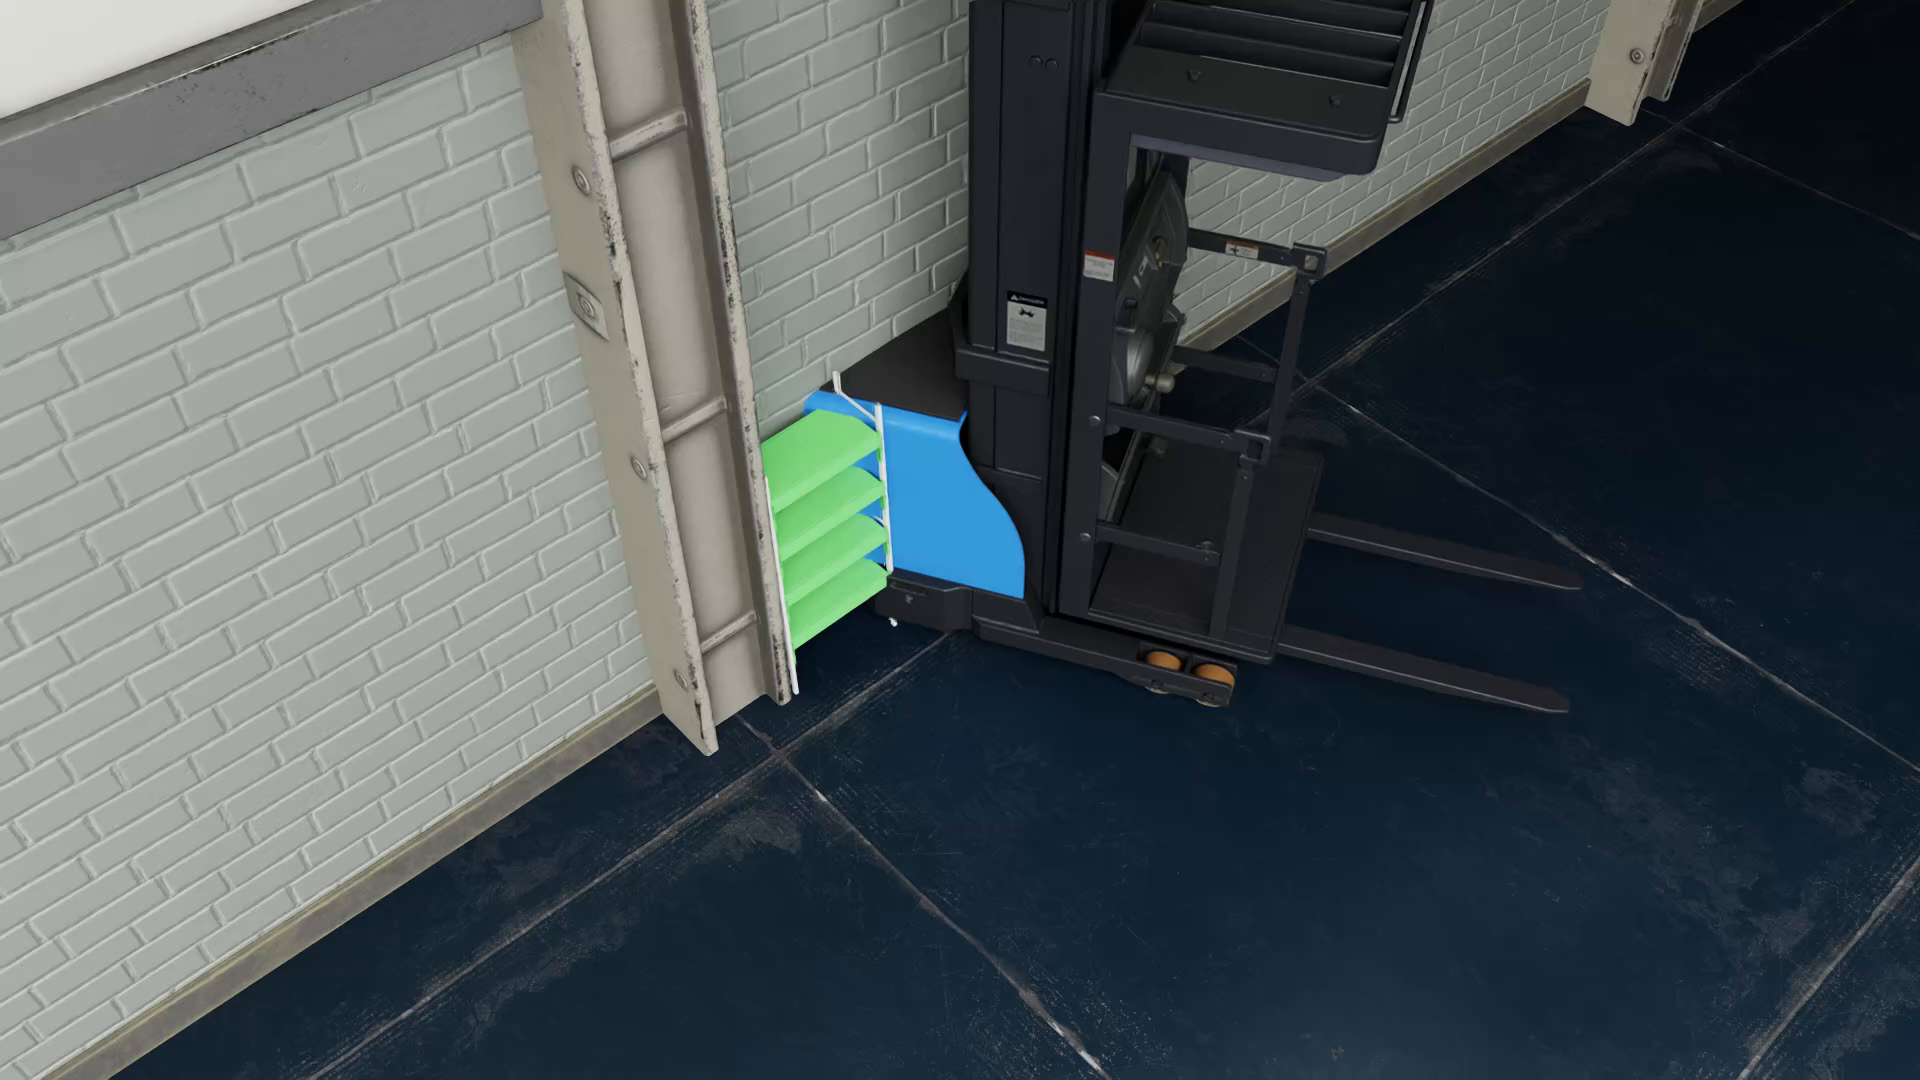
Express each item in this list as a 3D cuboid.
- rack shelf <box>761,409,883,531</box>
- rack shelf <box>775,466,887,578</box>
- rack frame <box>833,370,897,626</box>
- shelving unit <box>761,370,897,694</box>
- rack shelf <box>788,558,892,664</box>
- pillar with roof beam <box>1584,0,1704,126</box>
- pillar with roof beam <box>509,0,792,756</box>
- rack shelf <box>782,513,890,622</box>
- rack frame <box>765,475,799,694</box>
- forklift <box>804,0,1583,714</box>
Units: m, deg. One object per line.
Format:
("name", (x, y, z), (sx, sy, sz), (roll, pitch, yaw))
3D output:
("rack shelf", (-0.527, -0.266, 5.673), (0.480, 0.148, 0.258), (-35, 56, -27))
("rack shelf", (-0.523, -0.105, 5.850), (0.480, 0.148, 0.258), (-35, 56, -27))
("rack frame", (-0.340, -0.111, 6.089), (0.015, 1.200, 0.240), (-35, 56, -27))
("shelving unit", (-0.520, 0.014, 5.980), (0.503, 1.200, 0.258), (-35, 56, -27))
("rack shelf", (-0.514, 0.218, 6.205), (0.480, 0.148, 0.258), (-35, 56, -27))
("pillar with roof beam", (6.462, -3.072, 3.462), (0.400, 9.000, 9.100), (-34, 56, -27))
("pillar with roof beam", (2.022, -0.106, 0.725), (0.400, 9.000, 9.100), (-34, 56, -27))
("rack shelf", (-0.518, 0.057, 6.028), (0.480, 0.148, 0.258), (-35, 56, -27))
("rack frame", (-0.699, 0.138, 5.871), (0.015, 1.200, 0.240), (-35, 56, -27))
("forklift", (0.822, -0.817, 5.509), (3.031, 2.935, 1.130), (14, 49, 12))
